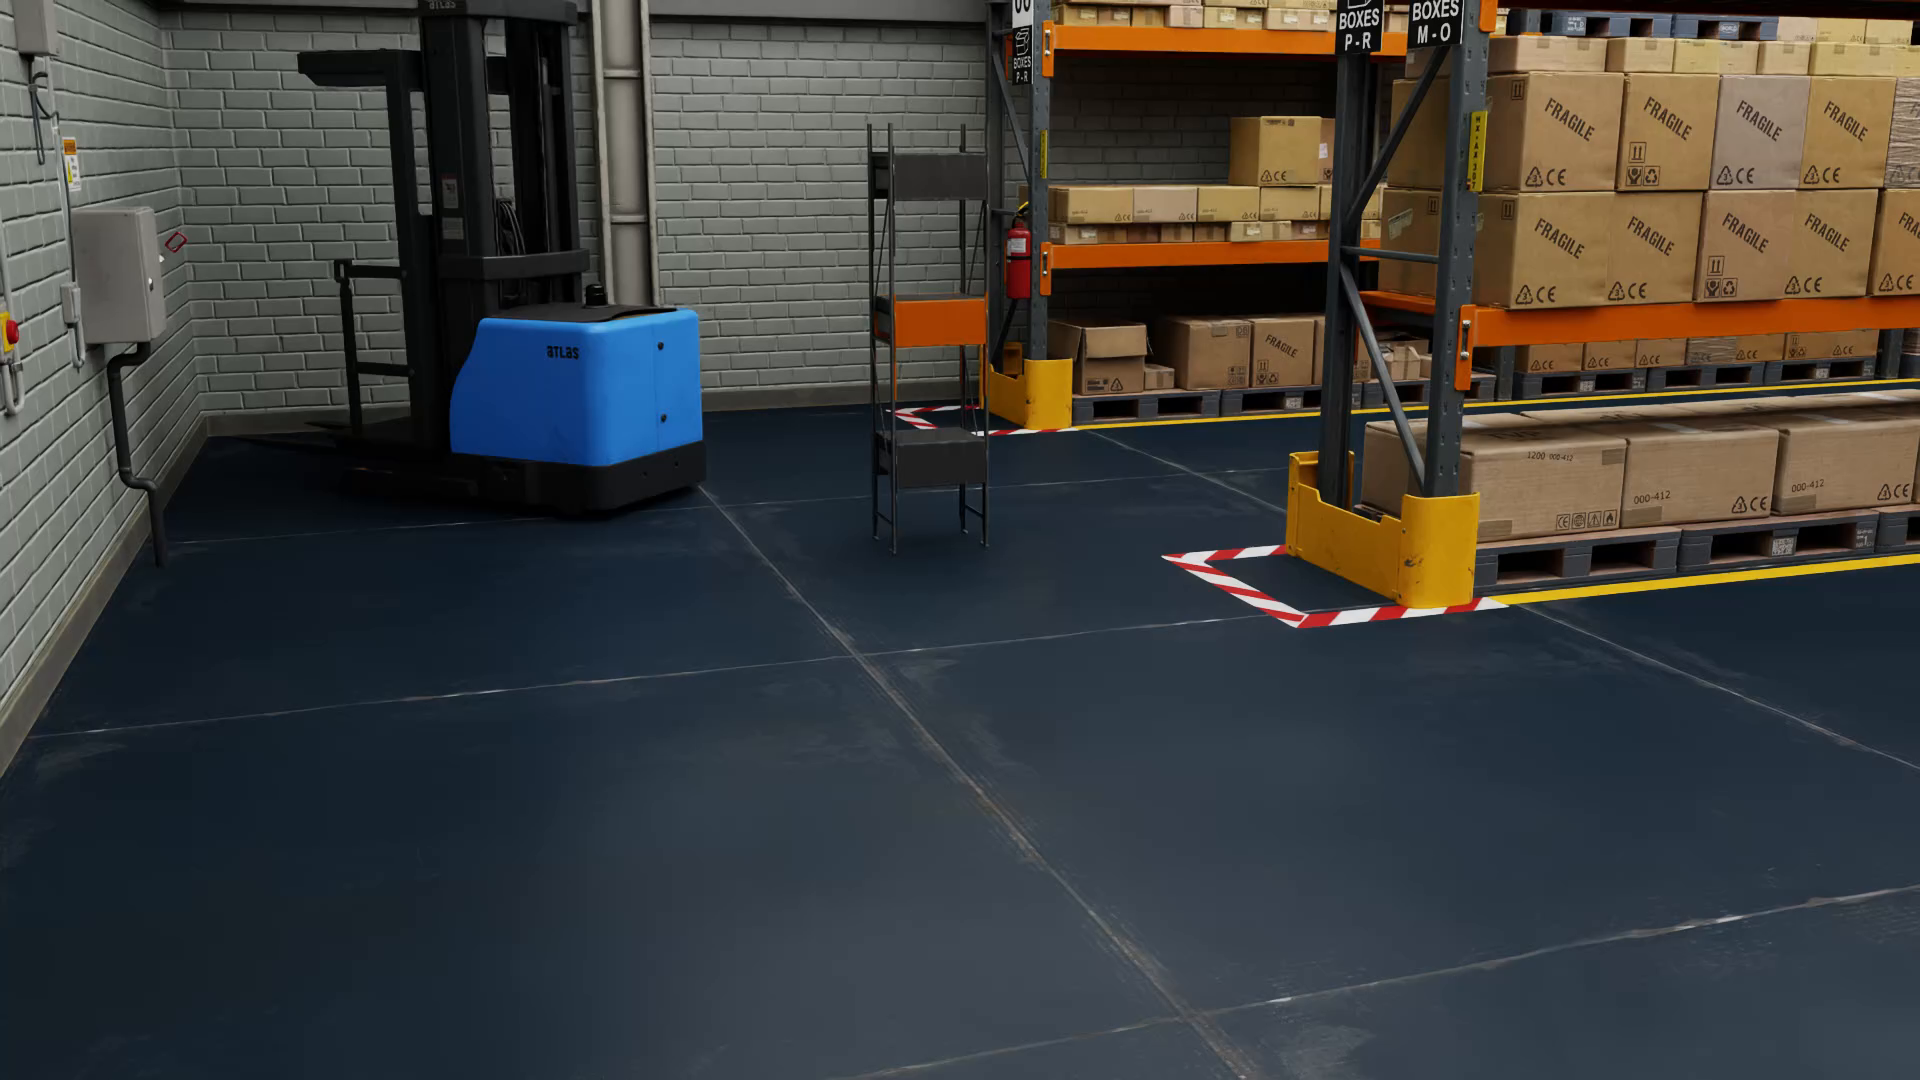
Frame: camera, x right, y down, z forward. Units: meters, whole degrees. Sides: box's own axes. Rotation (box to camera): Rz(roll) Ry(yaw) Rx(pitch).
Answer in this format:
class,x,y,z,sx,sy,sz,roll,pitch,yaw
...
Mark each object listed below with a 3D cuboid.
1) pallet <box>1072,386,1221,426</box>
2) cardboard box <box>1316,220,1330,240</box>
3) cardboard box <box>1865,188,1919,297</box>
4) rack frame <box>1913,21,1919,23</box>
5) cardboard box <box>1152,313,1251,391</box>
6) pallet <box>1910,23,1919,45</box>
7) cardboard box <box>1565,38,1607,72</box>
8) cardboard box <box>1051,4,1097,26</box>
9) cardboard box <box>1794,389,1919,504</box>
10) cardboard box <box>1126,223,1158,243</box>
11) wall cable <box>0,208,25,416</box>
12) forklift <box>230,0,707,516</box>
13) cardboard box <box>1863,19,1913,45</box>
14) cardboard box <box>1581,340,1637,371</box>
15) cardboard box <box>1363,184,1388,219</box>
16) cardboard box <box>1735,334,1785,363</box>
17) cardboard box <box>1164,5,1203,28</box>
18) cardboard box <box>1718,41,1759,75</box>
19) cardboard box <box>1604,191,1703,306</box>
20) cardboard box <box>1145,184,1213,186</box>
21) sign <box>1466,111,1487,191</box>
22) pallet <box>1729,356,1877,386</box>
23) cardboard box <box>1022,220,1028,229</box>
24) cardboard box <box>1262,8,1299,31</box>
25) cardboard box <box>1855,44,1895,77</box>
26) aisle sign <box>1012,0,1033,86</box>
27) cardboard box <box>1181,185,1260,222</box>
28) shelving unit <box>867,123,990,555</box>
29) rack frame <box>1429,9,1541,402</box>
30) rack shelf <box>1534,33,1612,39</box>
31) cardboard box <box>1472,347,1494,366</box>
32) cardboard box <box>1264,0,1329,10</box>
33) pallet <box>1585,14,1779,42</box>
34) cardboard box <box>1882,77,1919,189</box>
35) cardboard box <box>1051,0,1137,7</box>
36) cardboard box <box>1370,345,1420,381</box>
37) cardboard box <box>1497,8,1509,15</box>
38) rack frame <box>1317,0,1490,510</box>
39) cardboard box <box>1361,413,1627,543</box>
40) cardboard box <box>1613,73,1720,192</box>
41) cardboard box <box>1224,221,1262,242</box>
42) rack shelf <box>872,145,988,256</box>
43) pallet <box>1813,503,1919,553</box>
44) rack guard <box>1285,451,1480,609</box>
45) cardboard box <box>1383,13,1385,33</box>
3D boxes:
class,x,y,z,sx,sy,sz,roll,pitch,yaw
pallet,1.235,-1.088,12.760,1.213,0.211,1.003,-4,14,-18
cardboard box,2.727,-2.392,12.761,0.250,0.149,0.380,-4,14,-17
cardboard box,4.469,-1.465,8.105,0.500,0.500,0.500,-5,14,-19
rack frame,7.989,-5.889,13.953,0.127,3.000,1.000,-4,14,-18
cardboard box,1.840,-1.447,12.737,0.500,0.500,0.700,-4,14,-16
pallet,8.604,-4.407,14.615,1.003,0.211,1.213,-4,14,-15
cardboard box,2.644,-2.142,7.389,0.250,0.149,0.380,-4,14,-17
cardboard box,0.783,-3.689,11.731,0.250,0.149,0.380,-4,14,-17
cardboard box,5.156,-0.522,8.983,0.875,0.438,0.875,-5,14,-19
cardboard box,1.271,-2.277,12.278,0.250,0.149,0.380,-5,14,-19
wall cable,-3.343,-1.380,5.697,0.123,1.953,0.585,-4,14,-18
forklift,-3.055,-1.770,9.750,3.031,2.935,1.130,6,15,25
cardboard box,7.580,-4.265,13.934,0.500,0.250,0.500,-5,14,-20
cardboard box,5.230,-1.691,13.764,0.500,0.500,0.500,-5,14,-19
cardboard box,3.323,-2.615,12.837,0.500,0.250,0.500,-4,14,-18
cardboard box,6.684,-1.806,14.248,0.500,0.500,0.500,-4,14,-16
cardboard box,1.541,-3.725,11.883,0.250,0.149,0.380,-4,14,-17
cardboard box,3.403,-2.191,7.592,0.250,0.149,0.380,-4,14,-18
cardboard box,3.011,-1.356,7.645,0.500,0.500,0.500,-5,14,-19
cardboard box,1.718,-2.617,12.844,0.500,0.250,0.500,-4,14,-16
sign,2.165,-1.629,6.966,0.005,0.325,0.100,-4,14,-18
pallet,7.270,-1.567,14.773,1.213,0.211,1.003,-4,14,-18
cardboard box,0.636,-2.341,12.544,0.250,0.149,0.380,-5,14,-19
cardboard box,2.267,-3.781,12.118,0.250,0.149,0.380,-4,14,-18
cardboard box,4.135,-2.243,7.811,0.250,0.149,0.380,-4,14,-18
aisle sign,0.436,-3.575,11.572,0.004,0.787,0.394,-4,14,-18
cardboard box,1.880,-2.501,12.357,0.500,0.250,0.500,-5,14,-19
shelving unit,-0.157,-1.009,8.348,0.503,2.100,0.431,-4,14,-18
rack frame,4.198,-2.675,13.406,0.127,3.000,1.000,-4,14,-18
rack shelf,6.094,-3.932,13.763,4.000,0.370,1.077,-4,14,-18
cardboard box,4.569,-1.764,14.072,0.500,0.500,0.500,-5,14,-18
cardboard box,2.362,-4.004,12.192,0.500,0.250,0.500,-5,14,-19
pallet,5.821,-4.153,13.543,1.003,0.211,1.213,-4,14,-18
cardboard box,4.463,-1.951,7.986,0.500,0.500,0.500,-4,14,-17
cardboard box,0.915,-3.883,11.686,0.500,0.250,0.500,-5,14,-19
cardboard box,3.426,-1.417,13.119,0.258,0.266,0.396,-4,14,-16
cardboard box,3.821,-4.115,12.661,0.500,0.250,0.500,-4,14,-18
rack frame,1.994,-1.291,7.589,0.127,3.000,1.000,-4,14,-18
cardboard box,2.587,-0.320,8.134,0.875,0.438,0.875,-5,14,-20
cardboard box,3.027,-1.839,7.515,0.500,0.500,0.500,-5,14,-20
cardboard box,2.043,-2.306,12.397,0.250,0.149,0.380,-5,14,-20
rack shelf,-0.157,-1.677,8.190,0.480,0.518,0.431,-4,14,-18
pallet,5.039,-0.191,8.989,1.213,0.211,1.003,-4,14,-18
rack guard,1.971,-0.073,7.871,0.348,0.500,1.175,-4,14,-18
cardboard box,2.964,-3.855,12.428,0.250,0.149,0.380,-4,14,-16
